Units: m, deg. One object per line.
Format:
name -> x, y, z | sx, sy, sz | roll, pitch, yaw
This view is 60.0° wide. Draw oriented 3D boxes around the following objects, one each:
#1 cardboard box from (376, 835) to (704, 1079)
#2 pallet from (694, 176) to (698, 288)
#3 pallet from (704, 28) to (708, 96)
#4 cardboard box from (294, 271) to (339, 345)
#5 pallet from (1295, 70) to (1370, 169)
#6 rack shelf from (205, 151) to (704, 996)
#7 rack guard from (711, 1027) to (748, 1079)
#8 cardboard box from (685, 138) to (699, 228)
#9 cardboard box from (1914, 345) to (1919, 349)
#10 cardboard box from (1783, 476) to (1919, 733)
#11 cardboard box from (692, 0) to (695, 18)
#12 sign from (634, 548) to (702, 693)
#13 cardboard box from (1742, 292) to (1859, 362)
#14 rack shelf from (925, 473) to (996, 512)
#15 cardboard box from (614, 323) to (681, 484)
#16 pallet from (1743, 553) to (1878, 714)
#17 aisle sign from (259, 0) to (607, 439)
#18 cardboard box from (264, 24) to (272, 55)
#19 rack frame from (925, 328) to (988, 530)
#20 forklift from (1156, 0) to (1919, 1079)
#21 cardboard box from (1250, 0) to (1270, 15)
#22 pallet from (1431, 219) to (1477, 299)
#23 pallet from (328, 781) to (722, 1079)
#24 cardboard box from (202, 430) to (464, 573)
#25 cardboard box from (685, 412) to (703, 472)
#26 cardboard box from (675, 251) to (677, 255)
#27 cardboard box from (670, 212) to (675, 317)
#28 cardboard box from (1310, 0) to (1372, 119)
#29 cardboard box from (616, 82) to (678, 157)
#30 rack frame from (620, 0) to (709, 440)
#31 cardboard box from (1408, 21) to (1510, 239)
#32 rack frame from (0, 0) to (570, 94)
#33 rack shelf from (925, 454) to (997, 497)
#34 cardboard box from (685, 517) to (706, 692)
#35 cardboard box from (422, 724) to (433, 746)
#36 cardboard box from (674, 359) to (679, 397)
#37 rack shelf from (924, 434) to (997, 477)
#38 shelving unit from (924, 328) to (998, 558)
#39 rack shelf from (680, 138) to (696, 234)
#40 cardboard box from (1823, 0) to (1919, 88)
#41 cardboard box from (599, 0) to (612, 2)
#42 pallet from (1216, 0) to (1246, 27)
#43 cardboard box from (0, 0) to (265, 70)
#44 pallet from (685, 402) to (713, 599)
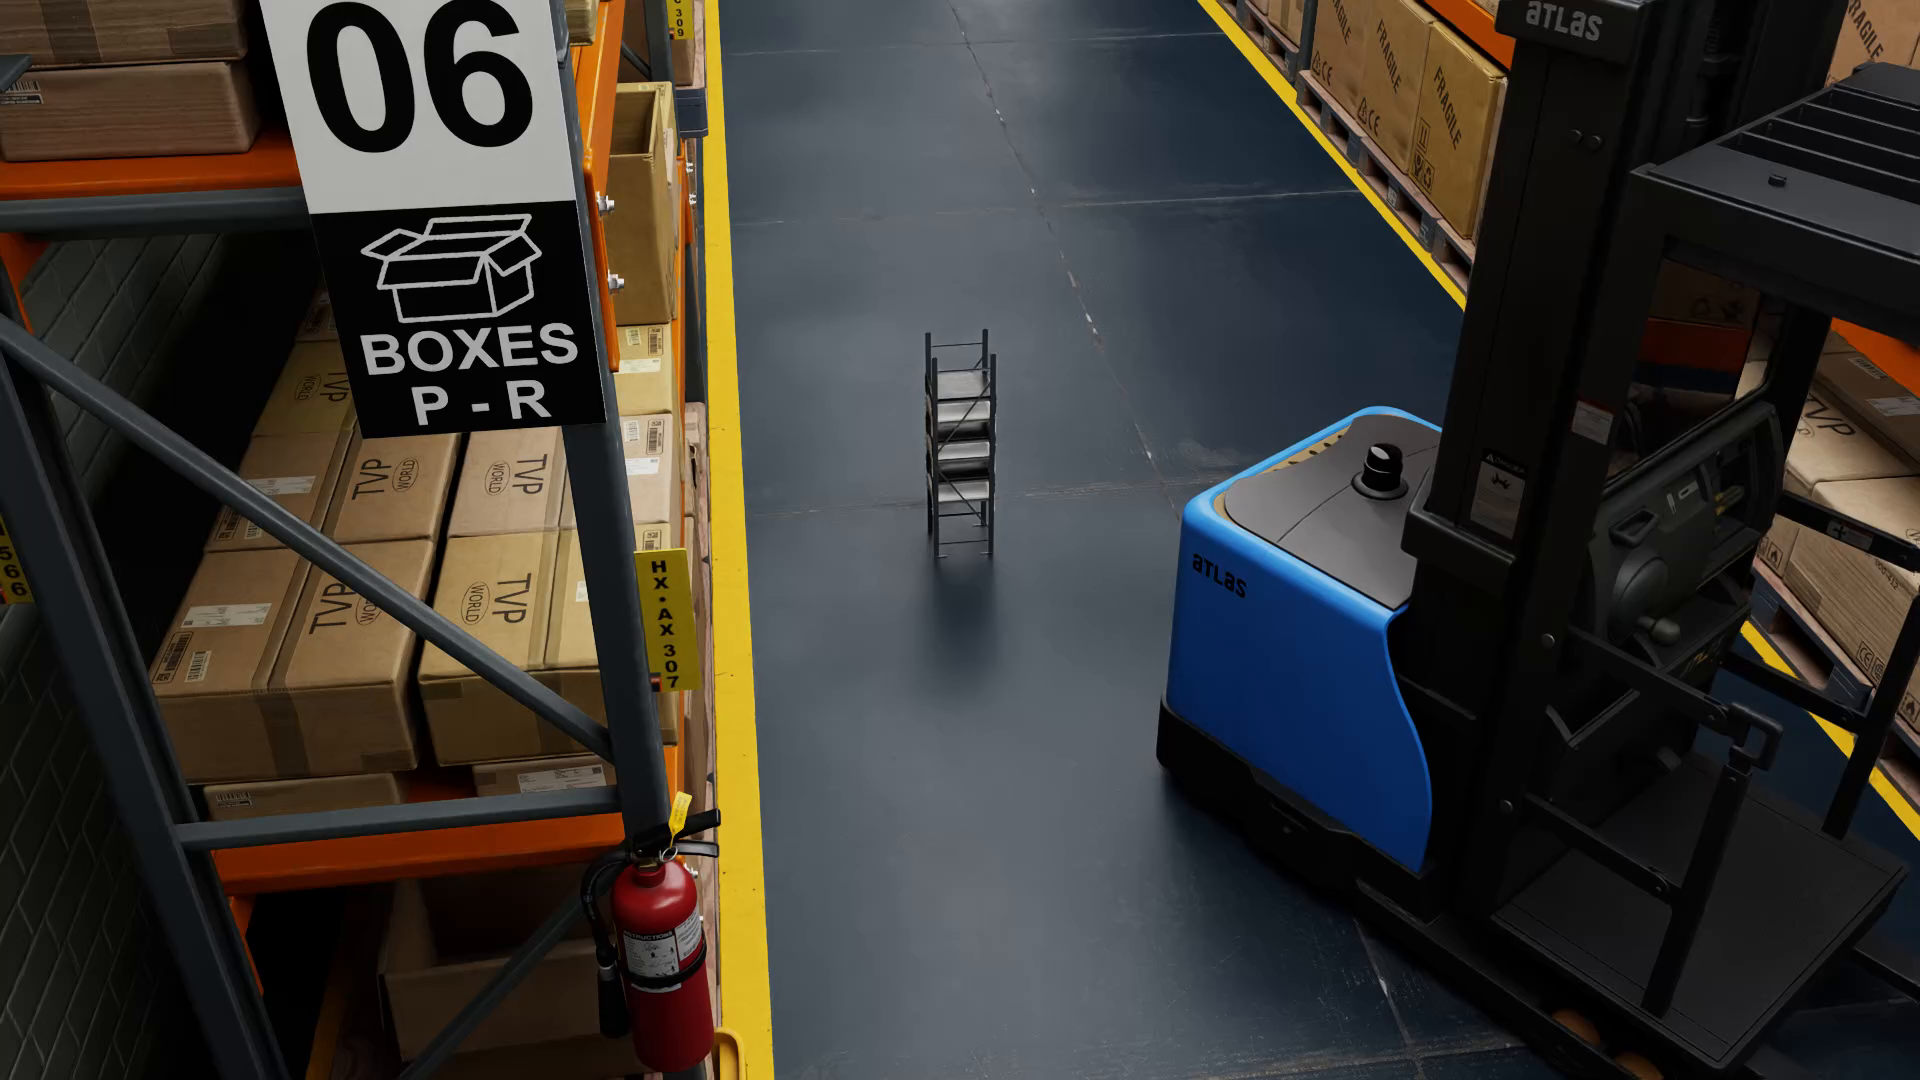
cardboard box -> -1.071, 1.062, 4.372 | 0.797, 0.503, 0.637 | -6, 35, -8
pallet -> -1.934, -1.661, 8.999 | 1.003, 0.211, 1.213 | -4, 35, -6
pallet -> -2.230, -3.222, 11.290 | 1.003, 0.211, 1.213 | -4, 35, -6
cardboard box -> -1.607, -0.601, 4.838 | 0.500, 0.250, 0.500 | -4, 35, -6
pallet -> 2.791, -2.692, 10.512 | 1.003, 0.211, 1.213 | -4, 35, -6
rack shelf -> -1.351, -0.266, 5.116 | 1.077, 0.370, 4.000 | -4, 35, -6
rack guard -> -1.093, 1.543, 4.042 | 1.175, 0.500, 0.348 | -4, 35, -6
cardboard box -> -1.670, -1.972, 8.827 | 0.500, 0.500, 0.500 | -6, 35, -8
cardboard box -> 3.295, -0.971, 5.422 | 0.500, 0.500, 0.500 | -3, 34, -5
cardboard box -> 3.516, 0.189, 5.711 | 0.875, 0.438, 0.875 | -3, 34, -5
cardboard box -> -1.533, -2.470, 7.250 | 0.700, 0.500, 0.500 | -4, 34, -6
sign -> -0.545, 0.154, 3.092 | 0.100, 0.325, 0.005 | -4, 35, -6
cardboard box -> 3.276, -0.814, 7.183 | 0.875, 0.438, 0.875 | -5, 35, -7
rack shelf -> 0.001, -0.191, 6.610 | 0.258, 0.077, 0.200 | -4, 35, -6
cardboard box -> -1.016, -0.346, 4.463 | 0.500, 0.250, 0.500 | -5, 35, -7
pallet -> 3.490, 0.207, 6.259 | 1.003, 0.211, 1.213 | -4, 35, -6
aisle sign -> -0.782, -0.506, 2.520 | 0.394, 0.787, 0.004 | -4, 35, -6
cardboard box -> -1.451, -0.887, 2.947 | 0.380, 0.149, 0.250 | -4, 34, -6
rack frame -> -0.013, -0.424, 6.573 | 0.240, 0.900, 0.006 | -4, 35, -6
forklift -> 2.001, 0.012, 4.129 | 1.130, 2.935, 3.031 | -26, 42, -33
cardboard box -> 2.587, -4.105, 12.070 | 0.950, 0.372, 0.625 | -5, 35, -7
pallet -> 3.119, -1.330, 8.514 | 1.003, 0.211, 1.213 | -4, 35, -6
pallet -> -1.201, 1.218, 4.776 | 1.003, 0.211, 1.213 | -4, 35, -6
cardboard box -> -1.475, -0.033, 4.004 | 0.500, 0.250, 0.500 | -4, 35, -6
cardboard box -> -1.254, -0.386, 6.812 | 0.380, 0.149, 0.250 | -5, 35, -8
cardboard box -> -1.212, -1.130, 5.968 | 0.380, 0.149, 0.250 | -4, 34, -5
cardboard box -> -1.174, -0.917, 5.301 | 0.500, 0.250, 0.500 | -5, 35, -7
cardboard box -> 2.770, -3.194, 10.286 | 0.875, 0.875, 0.875 | -5, 35, -7
cardboard box -> -1.310, -1.475, 6.120 | 0.500, 0.250, 0.500 | -4, 34, -5
rack frame -> -1.620, -1.680, 6.551 | 1.000, 3.000, 0.127 | -4, 35, -6
cardboard box -> 3.006, -2.197, 8.823 | 0.875, 0.875, 0.875 | -3, 34, -5
rack frame -> -1.082, -1.927, 1.586 | 1.000, 3.000, 0.127 | -4, 35, -6
rack shelf -> 0.001, -0.265, 6.559 | 0.258, 0.077, 0.200 | -4, 35, -6
cardboard box -> -1.119, 0.281, 5.521 | 0.500, 0.500, 0.500 | -4, 34, -5
cardboard box -> -1.366, 0.345, 3.803 | 0.380, 0.149, 0.250 | -3, 34, -5
cardboard box -> -1.034, -0.416, 4.920 | 0.380, 0.149, 0.250 | -4, 34, -5
rack shelf -> 0.001, -0.340, 6.509 | 0.258, 0.077, 0.200 | -4, 35, -6
shelving unit -> 0.001, -0.367, 6.490 | 0.258, 0.900, 0.210 | -4, 35, -6
rack shelf -> -1.889, -2.498, 8.391 | 1.077, 0.370, 4.000 | -4, 35, -6
cardboard box -> 3.241, -1.659, 5.544 | 0.500, 0.500, 0.500 | -4, 34, -5
cardboard box -> -0.905, -1.214, 3.428 | 0.380, 0.149, 0.250 | -4, 34, -5
pallet -> 2.495, -4.253, 12.803 | 1.003, 0.211, 1.213 | -4, 35, -6
cardboard box -> -1.412, -0.976, 2.723 | 0.500, 0.250, 0.500 | -5, 35, -7
pallet -> -1.529, -0.144, 6.774 | 1.003, 0.211, 1.213 | -4, 35, -6
